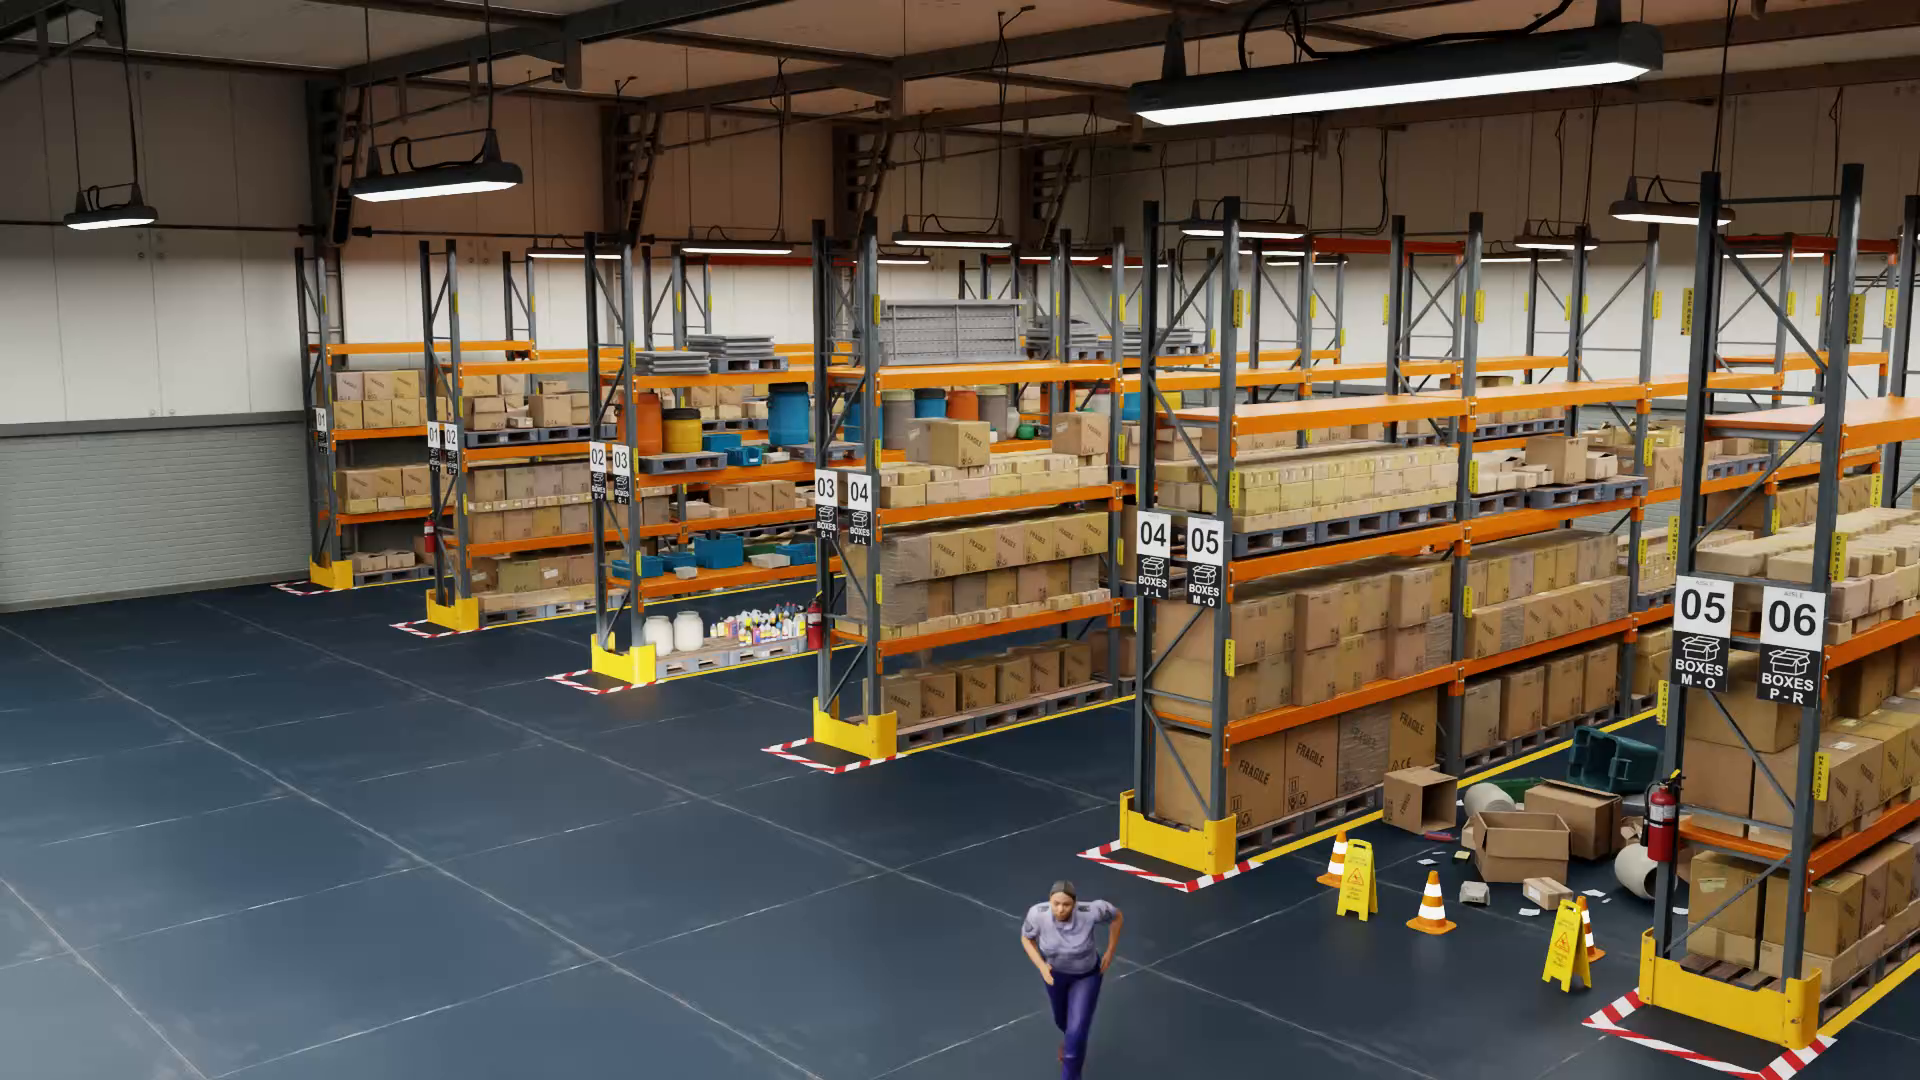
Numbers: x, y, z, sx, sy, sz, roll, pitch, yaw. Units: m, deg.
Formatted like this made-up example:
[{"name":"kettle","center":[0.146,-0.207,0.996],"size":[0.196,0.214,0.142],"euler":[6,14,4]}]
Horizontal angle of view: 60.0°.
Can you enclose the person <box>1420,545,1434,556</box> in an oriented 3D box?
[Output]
[{"name":"person","center":[6.789,0.829,24.093],"size":[0.566,1.647,0.875],"euler":[8,11,43]}]

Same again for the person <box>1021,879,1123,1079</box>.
[{"name":"person","center":[0.734,2.857,10.796],"size":[0.648,1.612,0.965],"euler":[2,9,10]}]

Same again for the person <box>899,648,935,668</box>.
[{"name":"person","center":[-0.607,1.107,21.889],"size":[0.646,1.649,0.813],"euler":[6,11,37]}]
